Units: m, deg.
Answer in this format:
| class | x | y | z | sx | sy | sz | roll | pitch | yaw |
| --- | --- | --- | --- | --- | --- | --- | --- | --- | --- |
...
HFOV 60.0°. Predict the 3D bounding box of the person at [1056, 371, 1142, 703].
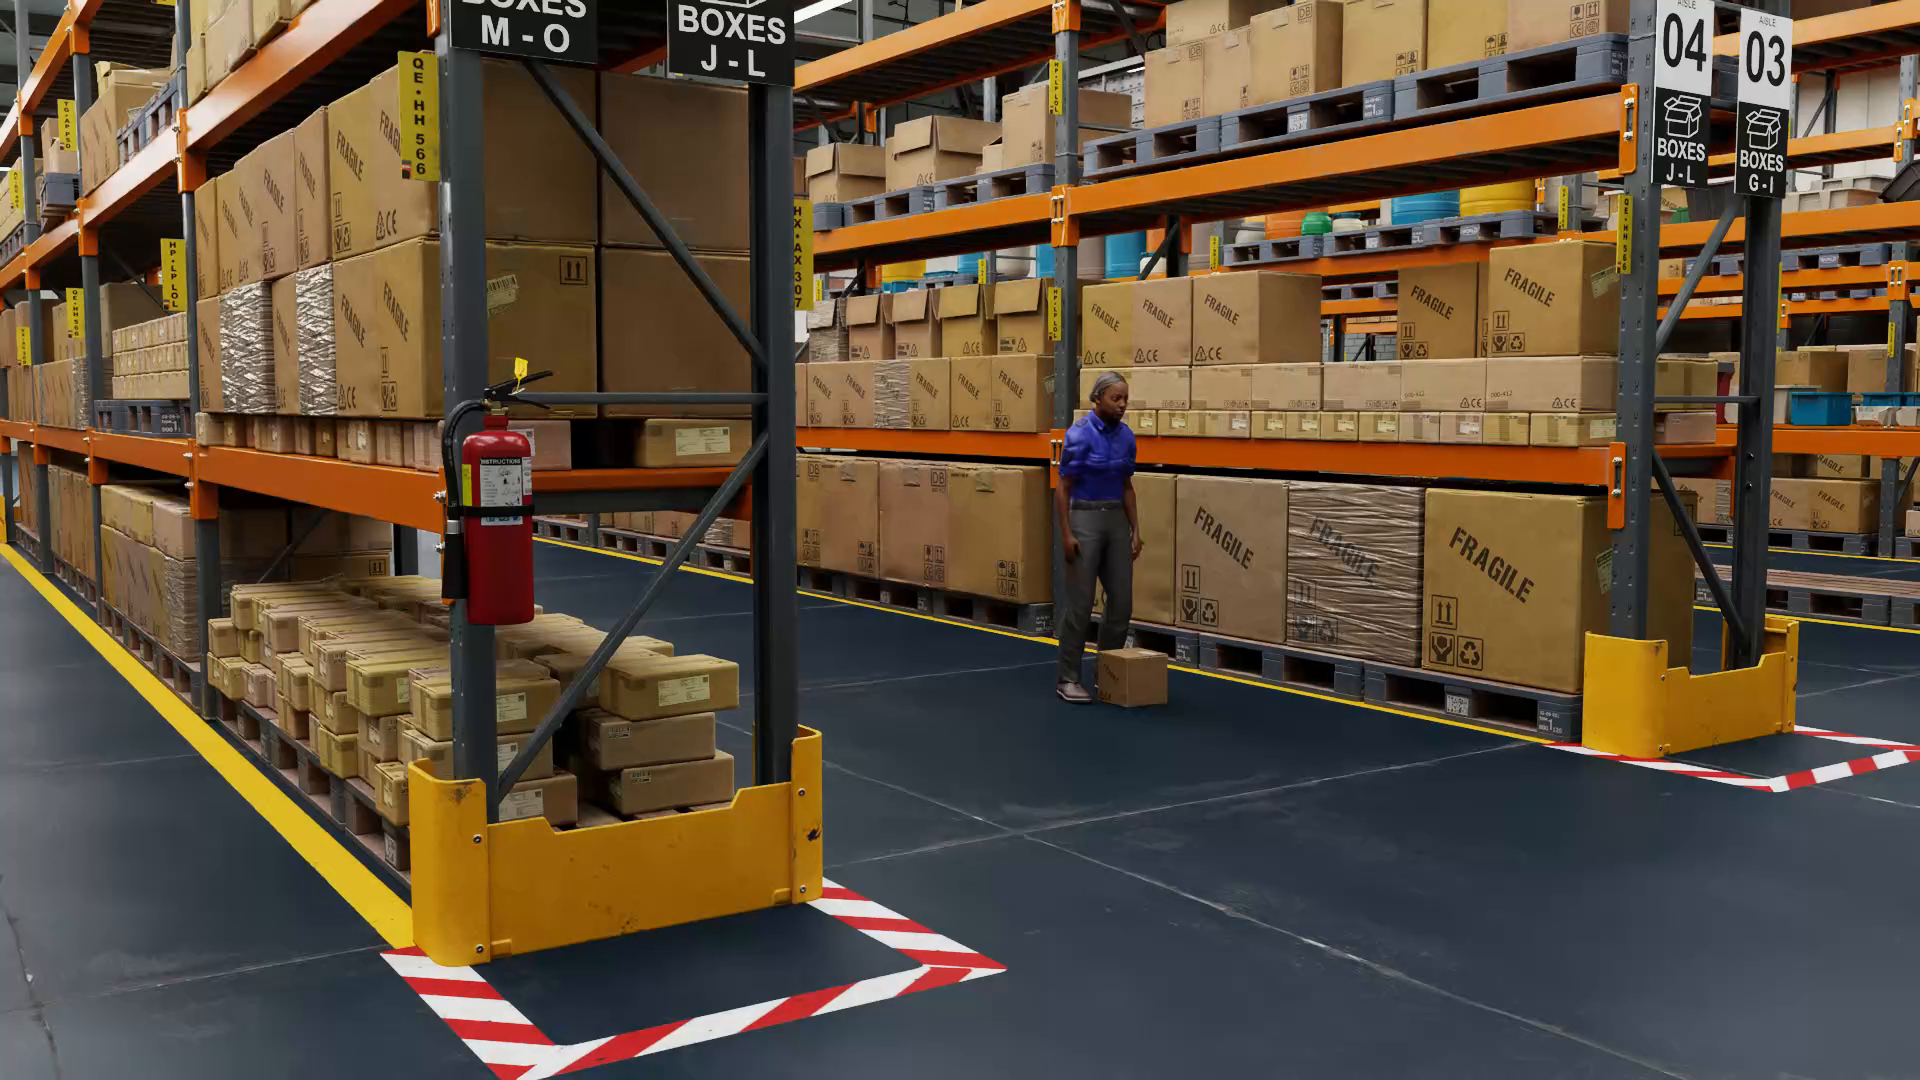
| class | x | y | z | sx | sy | sz | roll | pitch | yaw |
| --- | --- | --- | --- | --- | --- | --- | --- | --- | --- |
| person | 0.705 | -0.027 | 8.435 | 0.506 | 1.655 | 0.351 | -3 | 6 | -33 |
